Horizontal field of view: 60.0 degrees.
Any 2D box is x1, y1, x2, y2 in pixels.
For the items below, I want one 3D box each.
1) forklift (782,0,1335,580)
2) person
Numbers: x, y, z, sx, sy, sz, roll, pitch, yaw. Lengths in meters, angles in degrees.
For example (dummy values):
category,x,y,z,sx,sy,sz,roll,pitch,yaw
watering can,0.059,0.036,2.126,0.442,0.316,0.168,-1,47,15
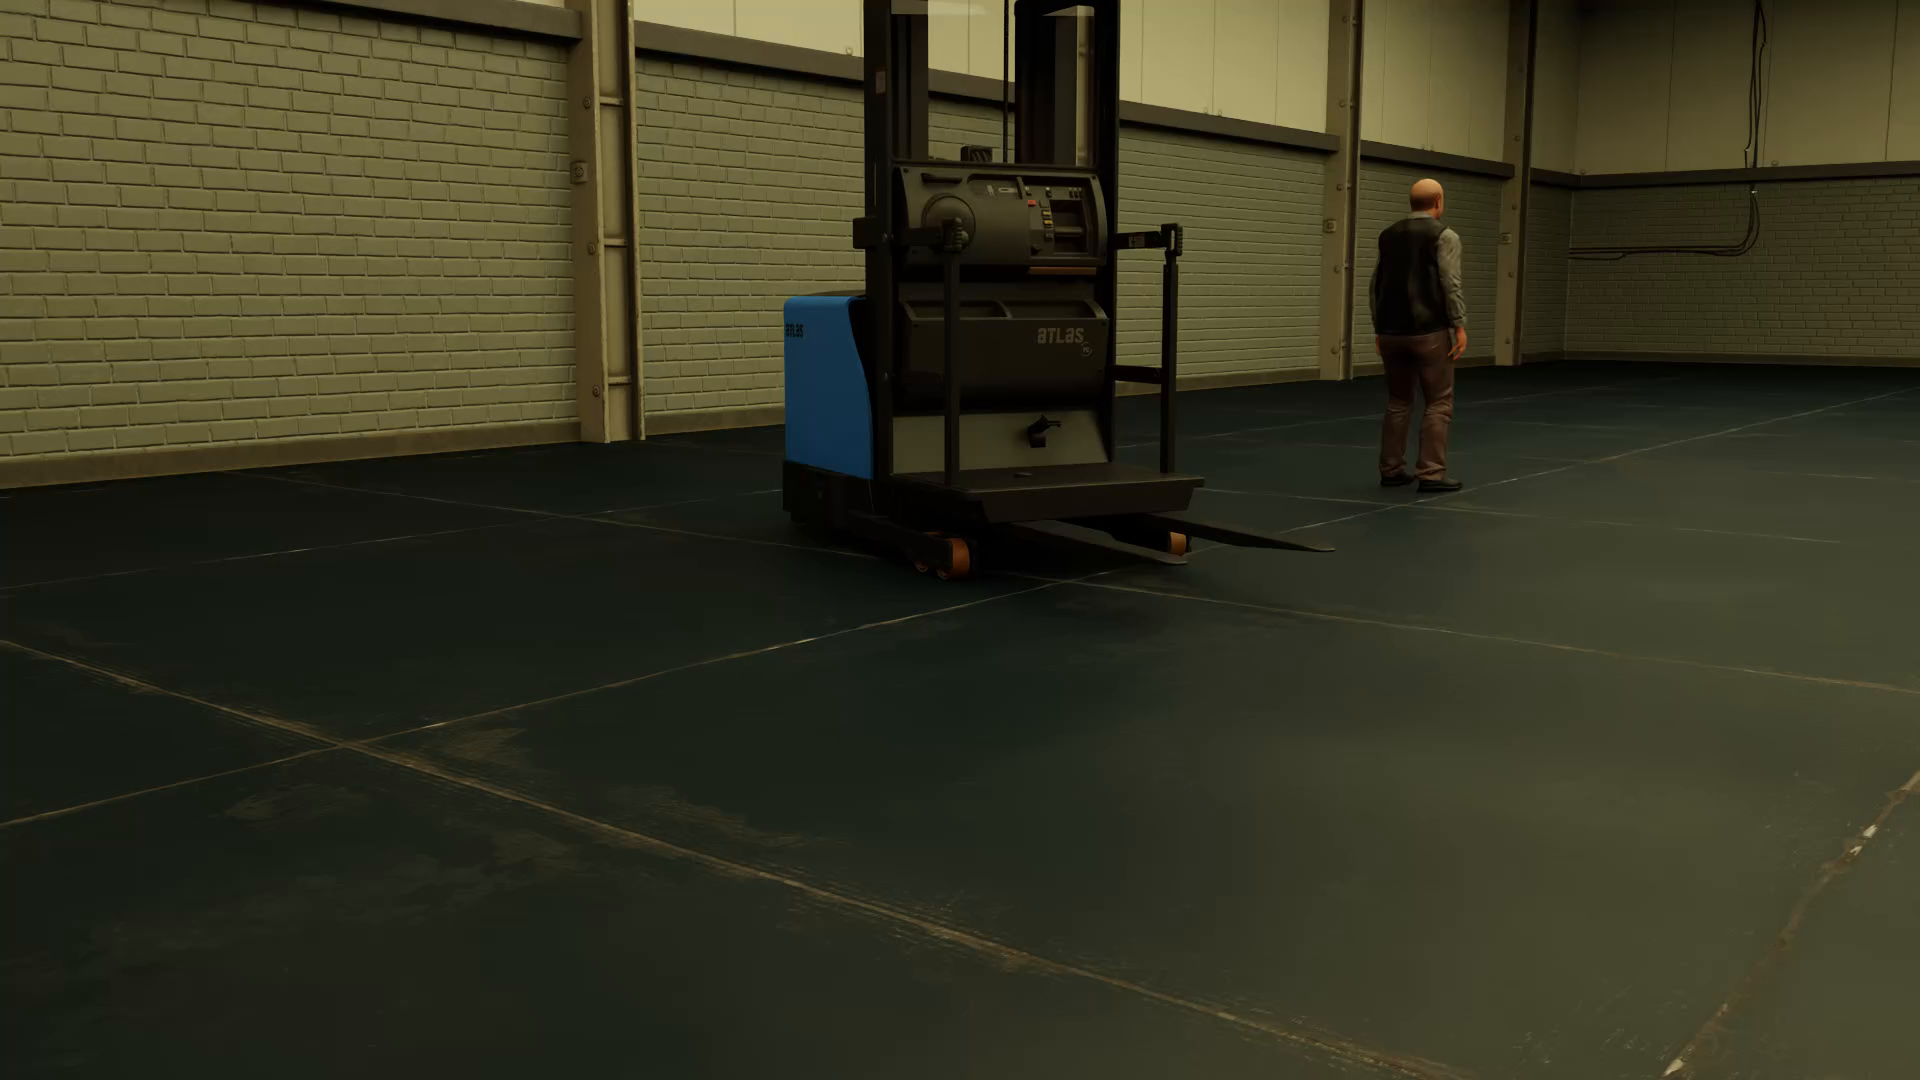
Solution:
category,x,y,z,sx,sy,sz,roll,pitch,yaw
forklift,0.285,-1.370,6.646,1.130,2.935,3.031,-4,9,-27
person,2.557,-1.141,9.294,0.442,1.722,0.586,-6,10,-37
